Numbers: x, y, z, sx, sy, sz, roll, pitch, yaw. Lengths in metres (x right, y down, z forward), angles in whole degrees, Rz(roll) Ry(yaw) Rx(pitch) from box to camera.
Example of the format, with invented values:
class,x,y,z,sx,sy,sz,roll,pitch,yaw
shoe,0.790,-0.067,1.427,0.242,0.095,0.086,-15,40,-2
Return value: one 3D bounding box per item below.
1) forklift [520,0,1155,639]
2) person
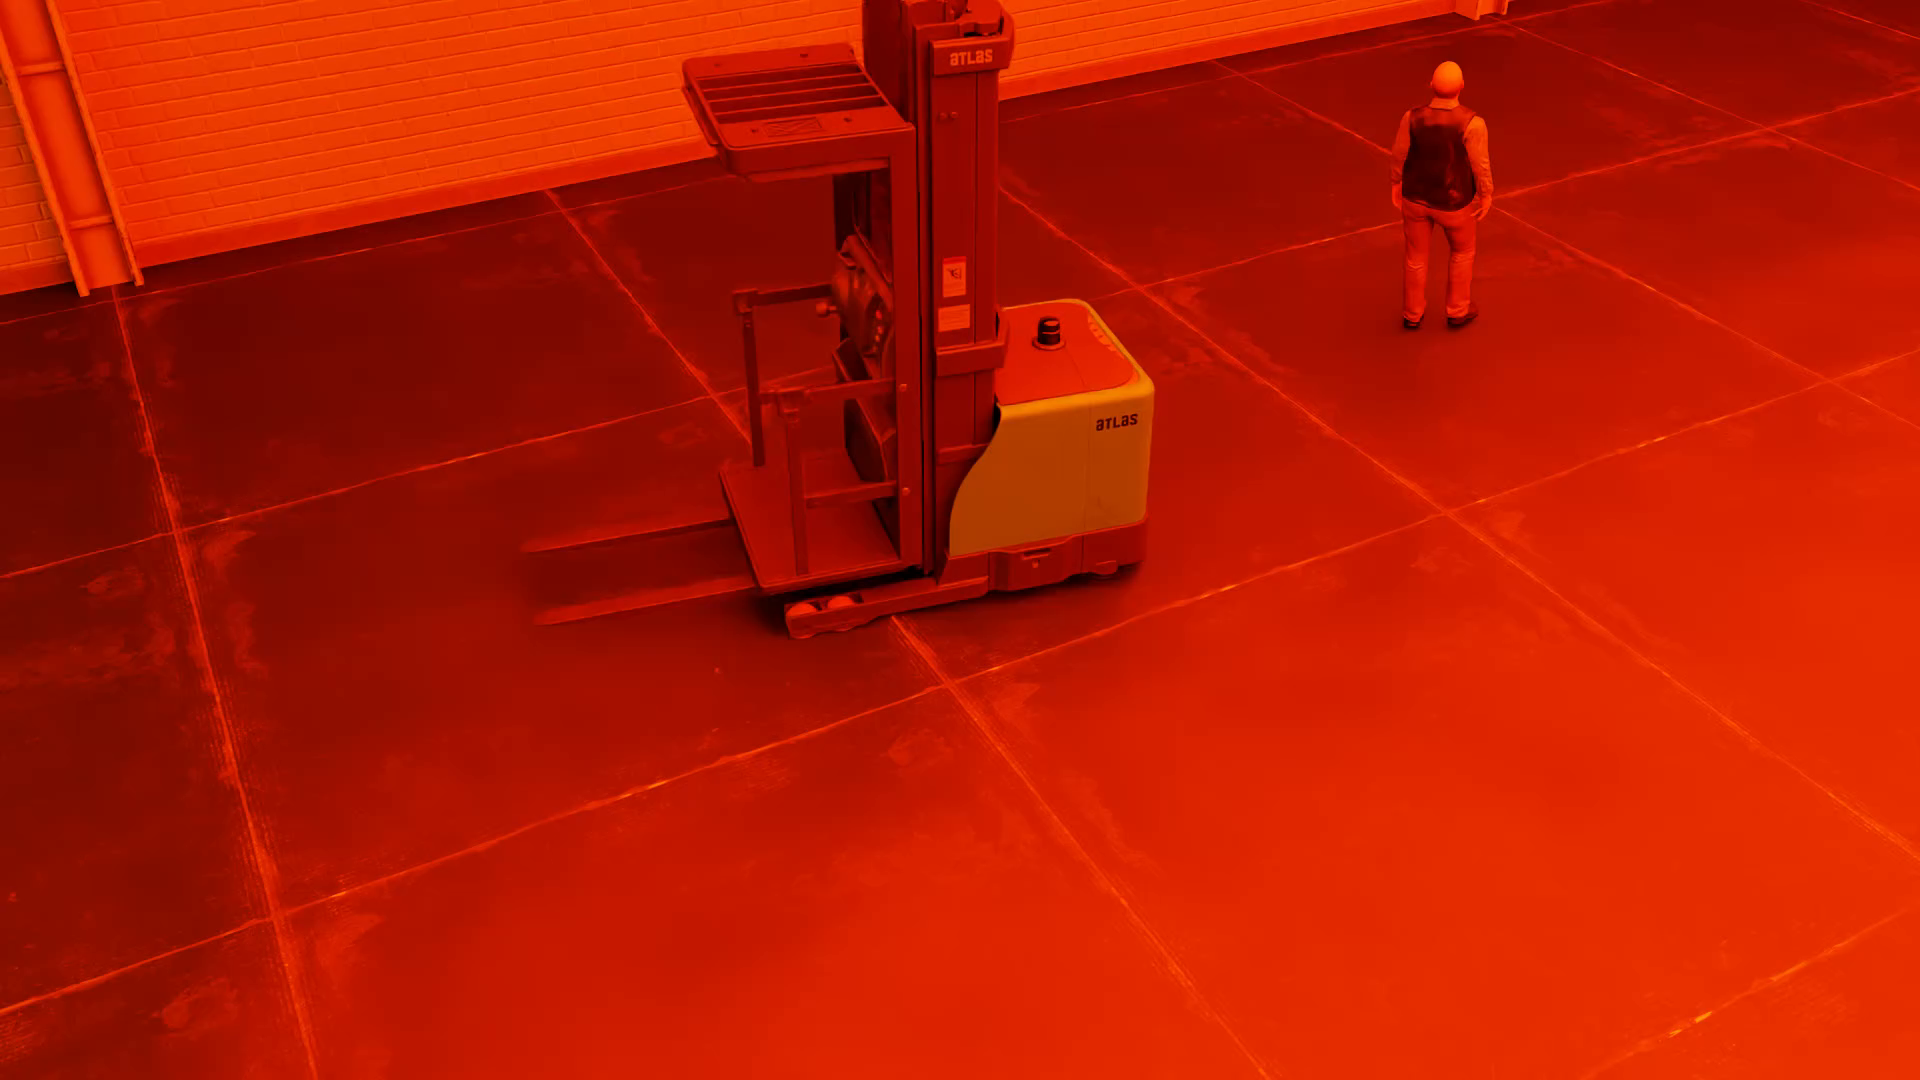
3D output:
class,x,y,z,sx,sy,sz,roll,pitch,yaw
forklift,-0.636,-1.065,7.629,3.031,2.935,1.130,-10,37,-14
person,2.929,-2.096,10.125,0.633,1.717,0.579,19,39,25
